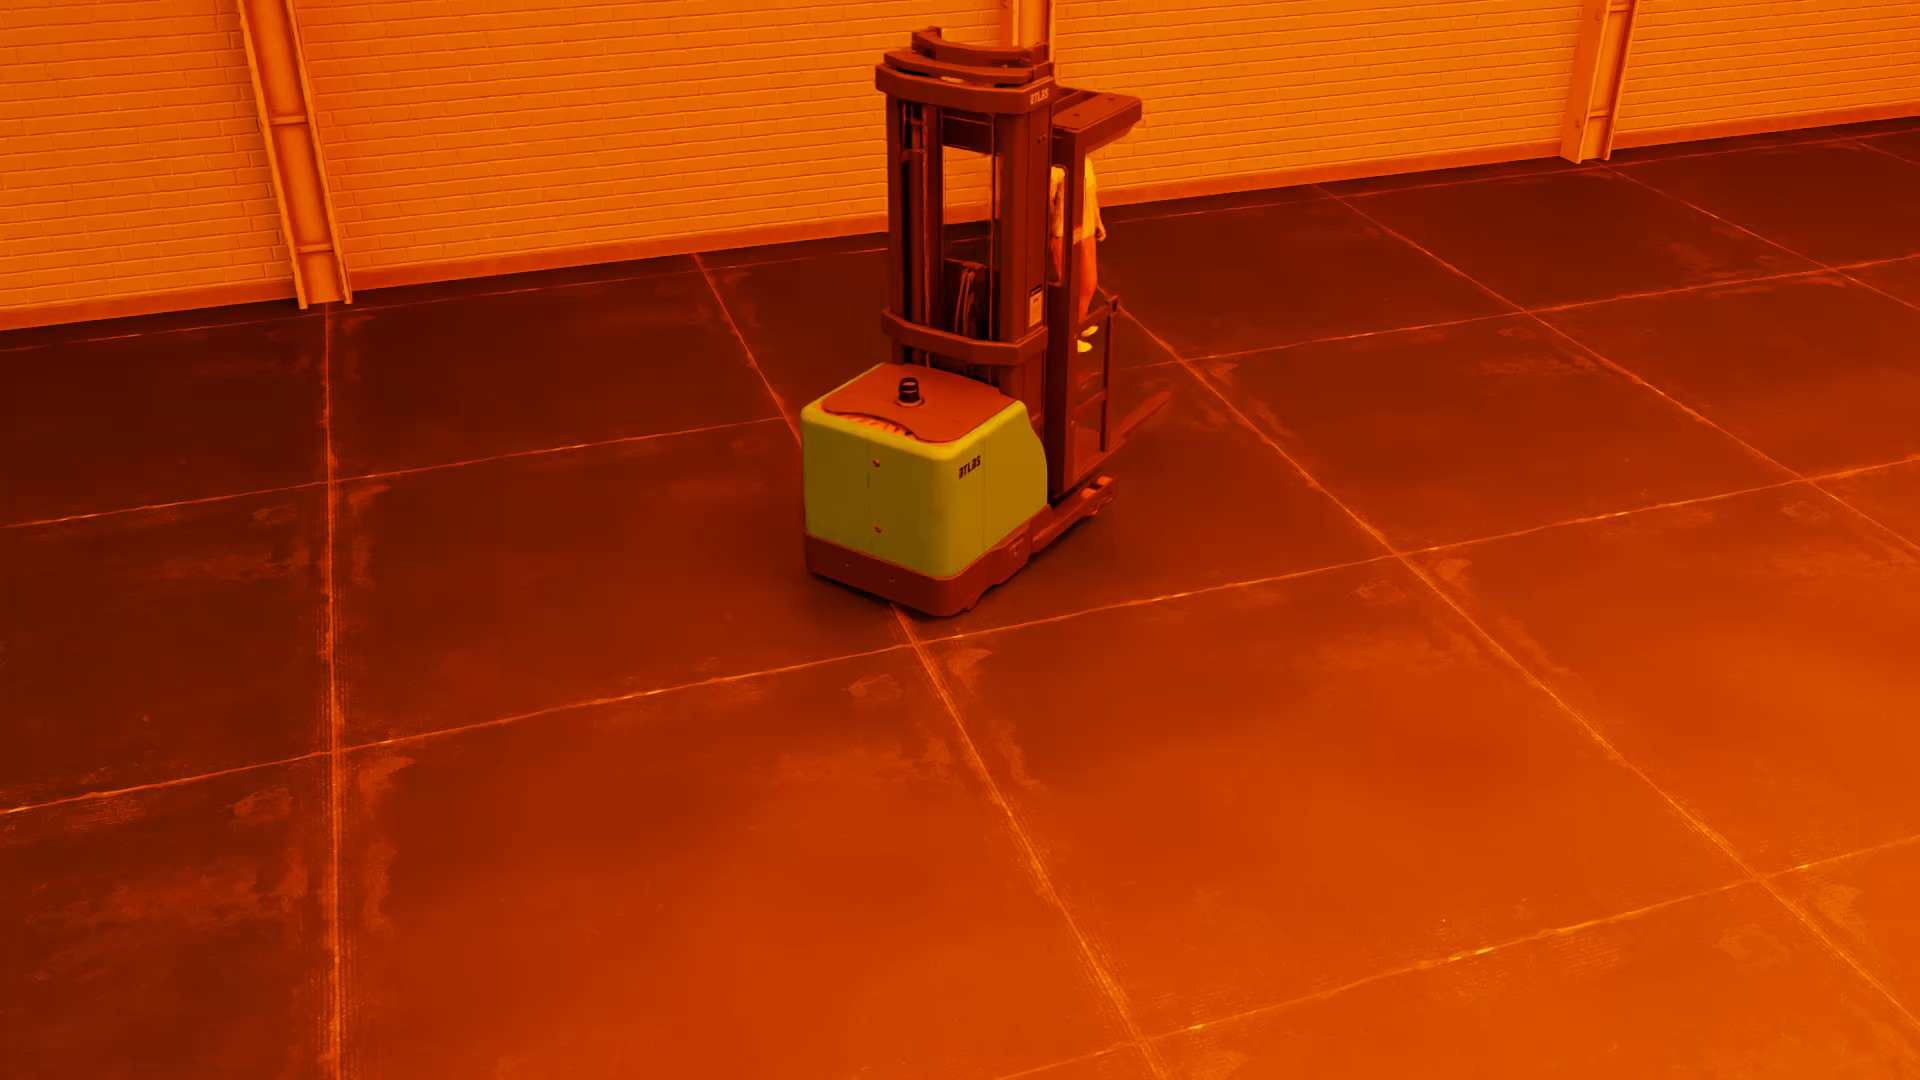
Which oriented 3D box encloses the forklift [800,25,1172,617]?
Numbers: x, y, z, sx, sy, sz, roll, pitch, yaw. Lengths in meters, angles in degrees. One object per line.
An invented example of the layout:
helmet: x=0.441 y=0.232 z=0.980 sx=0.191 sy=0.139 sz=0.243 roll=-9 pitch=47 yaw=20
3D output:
forklift: x=0.333 y=-1.540 z=9.763 sx=1.130 sy=2.935 sz=3.031 roll=18 pitch=35 yaw=29

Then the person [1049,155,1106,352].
person: x=0.868 y=-2.227 z=12.244 sx=0.615 sy=1.659 sz=0.477 roll=-24 pitch=38 yaw=-36
